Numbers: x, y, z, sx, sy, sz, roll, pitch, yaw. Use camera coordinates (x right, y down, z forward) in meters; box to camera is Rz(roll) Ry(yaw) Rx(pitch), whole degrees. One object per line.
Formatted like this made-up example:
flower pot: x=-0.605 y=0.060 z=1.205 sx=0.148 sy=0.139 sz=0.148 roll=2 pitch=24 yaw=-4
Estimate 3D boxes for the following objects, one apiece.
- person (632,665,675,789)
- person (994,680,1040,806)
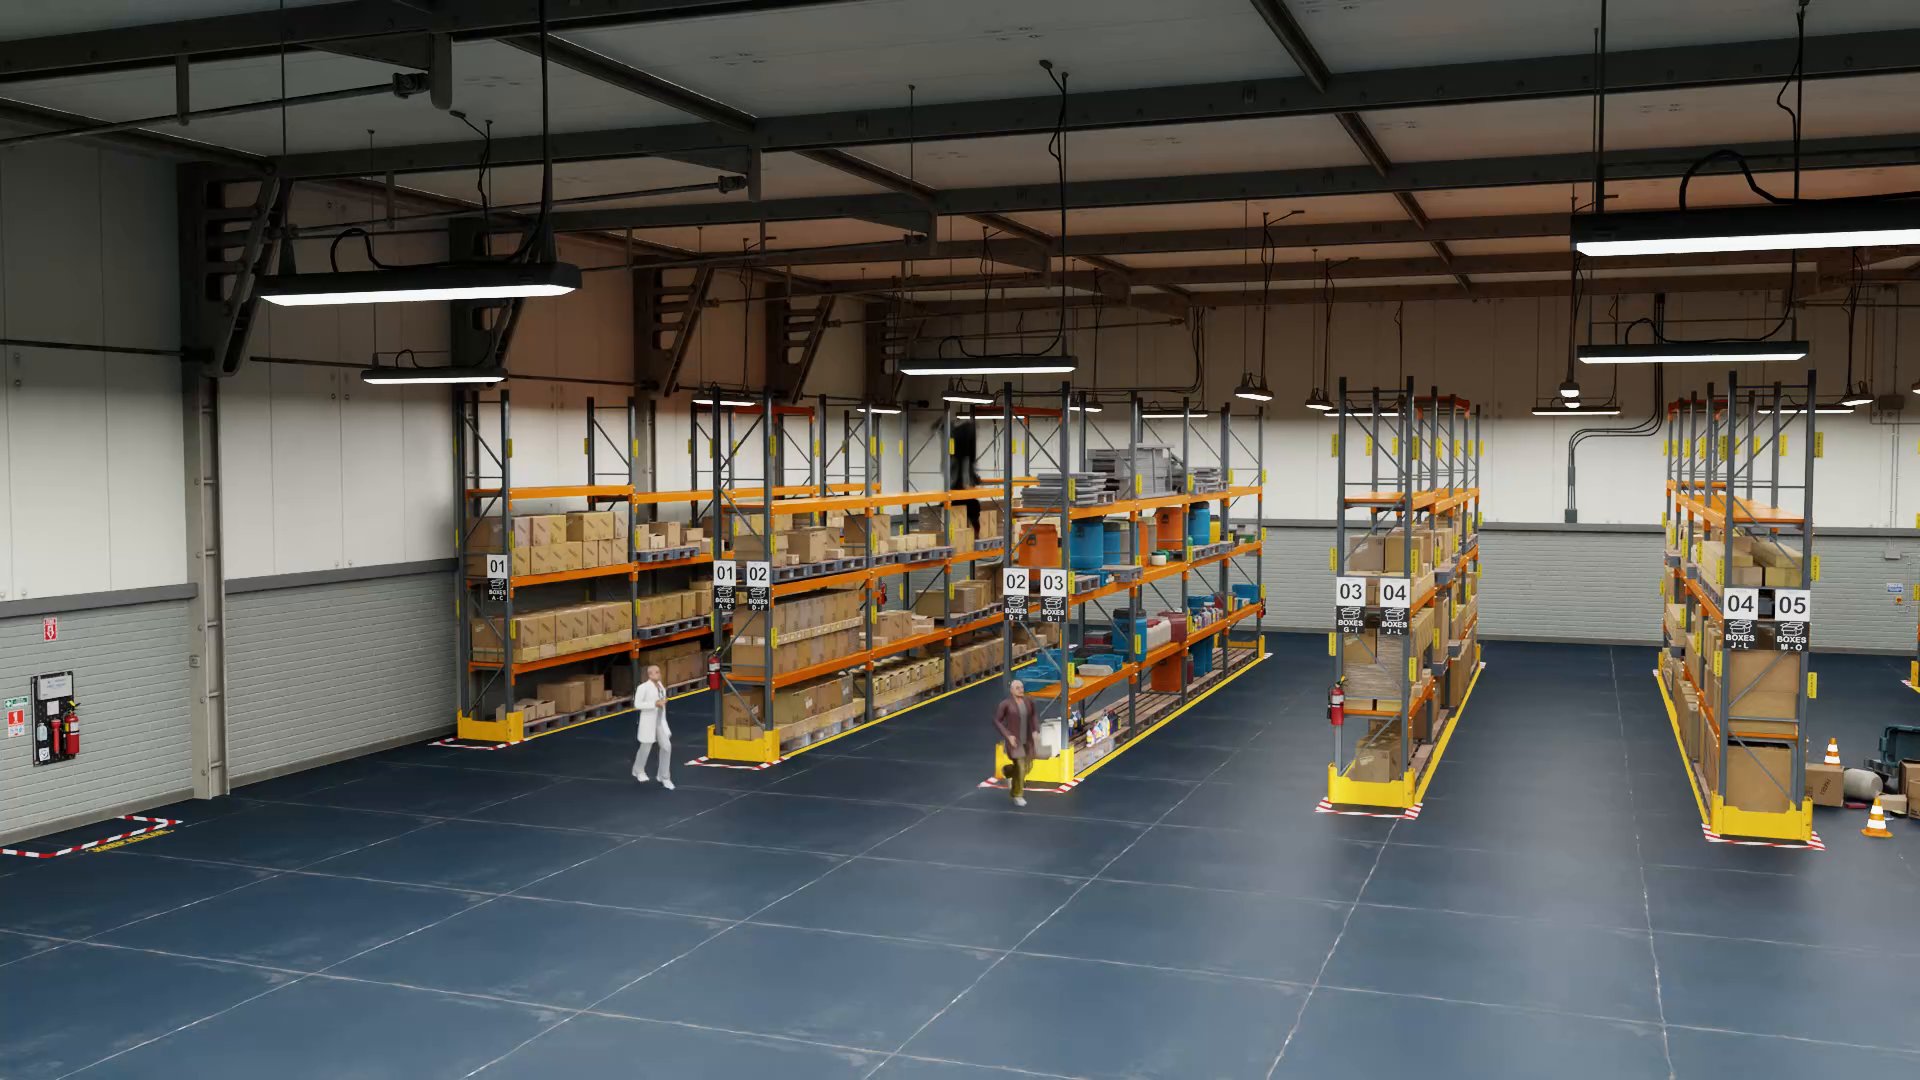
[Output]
person: x=-4.586 y=2.772 z=24.585 sx=0.862 sy=1.855 sz=0.668 roll=3 pitch=4 yaw=39
person: x=0.778 y=2.846 z=23.539 sx=0.725 sy=1.762 sz=0.708 roll=-2 pitch=4 yaw=-30
